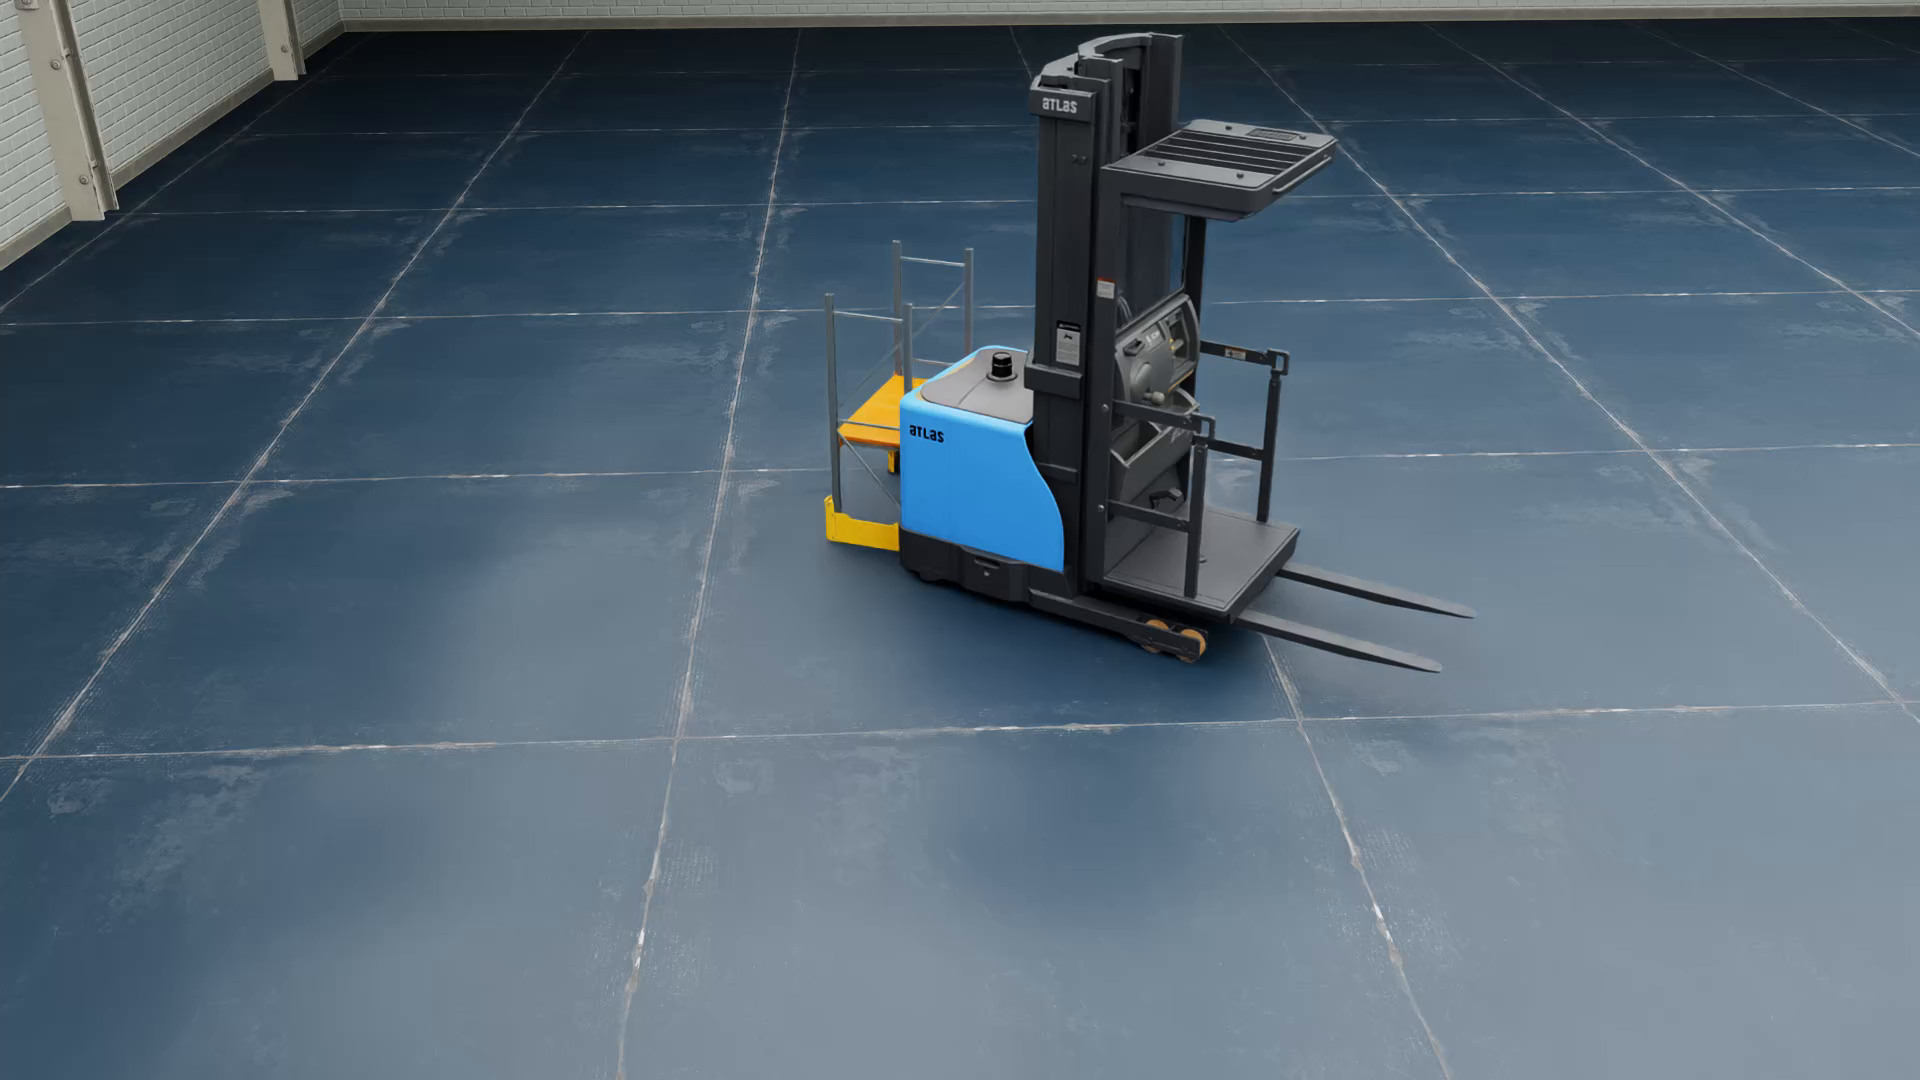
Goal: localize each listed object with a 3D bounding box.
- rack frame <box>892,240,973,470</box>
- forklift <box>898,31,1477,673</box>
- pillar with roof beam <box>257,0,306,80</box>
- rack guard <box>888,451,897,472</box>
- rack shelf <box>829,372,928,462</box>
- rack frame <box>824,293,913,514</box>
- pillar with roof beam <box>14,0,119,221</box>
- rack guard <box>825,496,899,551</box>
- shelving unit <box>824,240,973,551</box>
[{"bbox_3d":[-0.162,-1.086,10.210,0.500,1.500,0.032,9,29,17],"label":"rack frame"},{"bbox_3d":[1.188,-0.952,8.406,3.031,2.935,1.130,15,31,27],"label":"forklift"},{"bbox_3d":[-4.142,-9.922,19.043,9.100,9.000,0.400,-1,28,-3],"label":"pillar with roof beam"},{"bbox_3d":[-0.169,-0.523,10.482,0.587,0.250,0.087,9,29,17],"label":"rack guard"},{"bbox_3d":[-0.331,-0.704,9.868,0.538,0.185,1.000,9,29,17],"label":"rack shelf"},{"bbox_3d":[-0.500,-0.642,9.359,0.500,1.500,0.032,9,29,17],"label":"rack frame"},{"bbox_3d":[-3.828,-7.151,13.730,9.100,9.000,0.400,-1,28,-3],"label":"pillar with roof beam"},{"bbox_3d":[-0.499,-0.088,9.649,0.587,0.250,0.087,9,29,17],"label":"rack guard"},{"bbox_3d":[-0.334,-0.860,9.777,0.587,1.500,1.083,9,29,17],"label":"shelving unit"}]
